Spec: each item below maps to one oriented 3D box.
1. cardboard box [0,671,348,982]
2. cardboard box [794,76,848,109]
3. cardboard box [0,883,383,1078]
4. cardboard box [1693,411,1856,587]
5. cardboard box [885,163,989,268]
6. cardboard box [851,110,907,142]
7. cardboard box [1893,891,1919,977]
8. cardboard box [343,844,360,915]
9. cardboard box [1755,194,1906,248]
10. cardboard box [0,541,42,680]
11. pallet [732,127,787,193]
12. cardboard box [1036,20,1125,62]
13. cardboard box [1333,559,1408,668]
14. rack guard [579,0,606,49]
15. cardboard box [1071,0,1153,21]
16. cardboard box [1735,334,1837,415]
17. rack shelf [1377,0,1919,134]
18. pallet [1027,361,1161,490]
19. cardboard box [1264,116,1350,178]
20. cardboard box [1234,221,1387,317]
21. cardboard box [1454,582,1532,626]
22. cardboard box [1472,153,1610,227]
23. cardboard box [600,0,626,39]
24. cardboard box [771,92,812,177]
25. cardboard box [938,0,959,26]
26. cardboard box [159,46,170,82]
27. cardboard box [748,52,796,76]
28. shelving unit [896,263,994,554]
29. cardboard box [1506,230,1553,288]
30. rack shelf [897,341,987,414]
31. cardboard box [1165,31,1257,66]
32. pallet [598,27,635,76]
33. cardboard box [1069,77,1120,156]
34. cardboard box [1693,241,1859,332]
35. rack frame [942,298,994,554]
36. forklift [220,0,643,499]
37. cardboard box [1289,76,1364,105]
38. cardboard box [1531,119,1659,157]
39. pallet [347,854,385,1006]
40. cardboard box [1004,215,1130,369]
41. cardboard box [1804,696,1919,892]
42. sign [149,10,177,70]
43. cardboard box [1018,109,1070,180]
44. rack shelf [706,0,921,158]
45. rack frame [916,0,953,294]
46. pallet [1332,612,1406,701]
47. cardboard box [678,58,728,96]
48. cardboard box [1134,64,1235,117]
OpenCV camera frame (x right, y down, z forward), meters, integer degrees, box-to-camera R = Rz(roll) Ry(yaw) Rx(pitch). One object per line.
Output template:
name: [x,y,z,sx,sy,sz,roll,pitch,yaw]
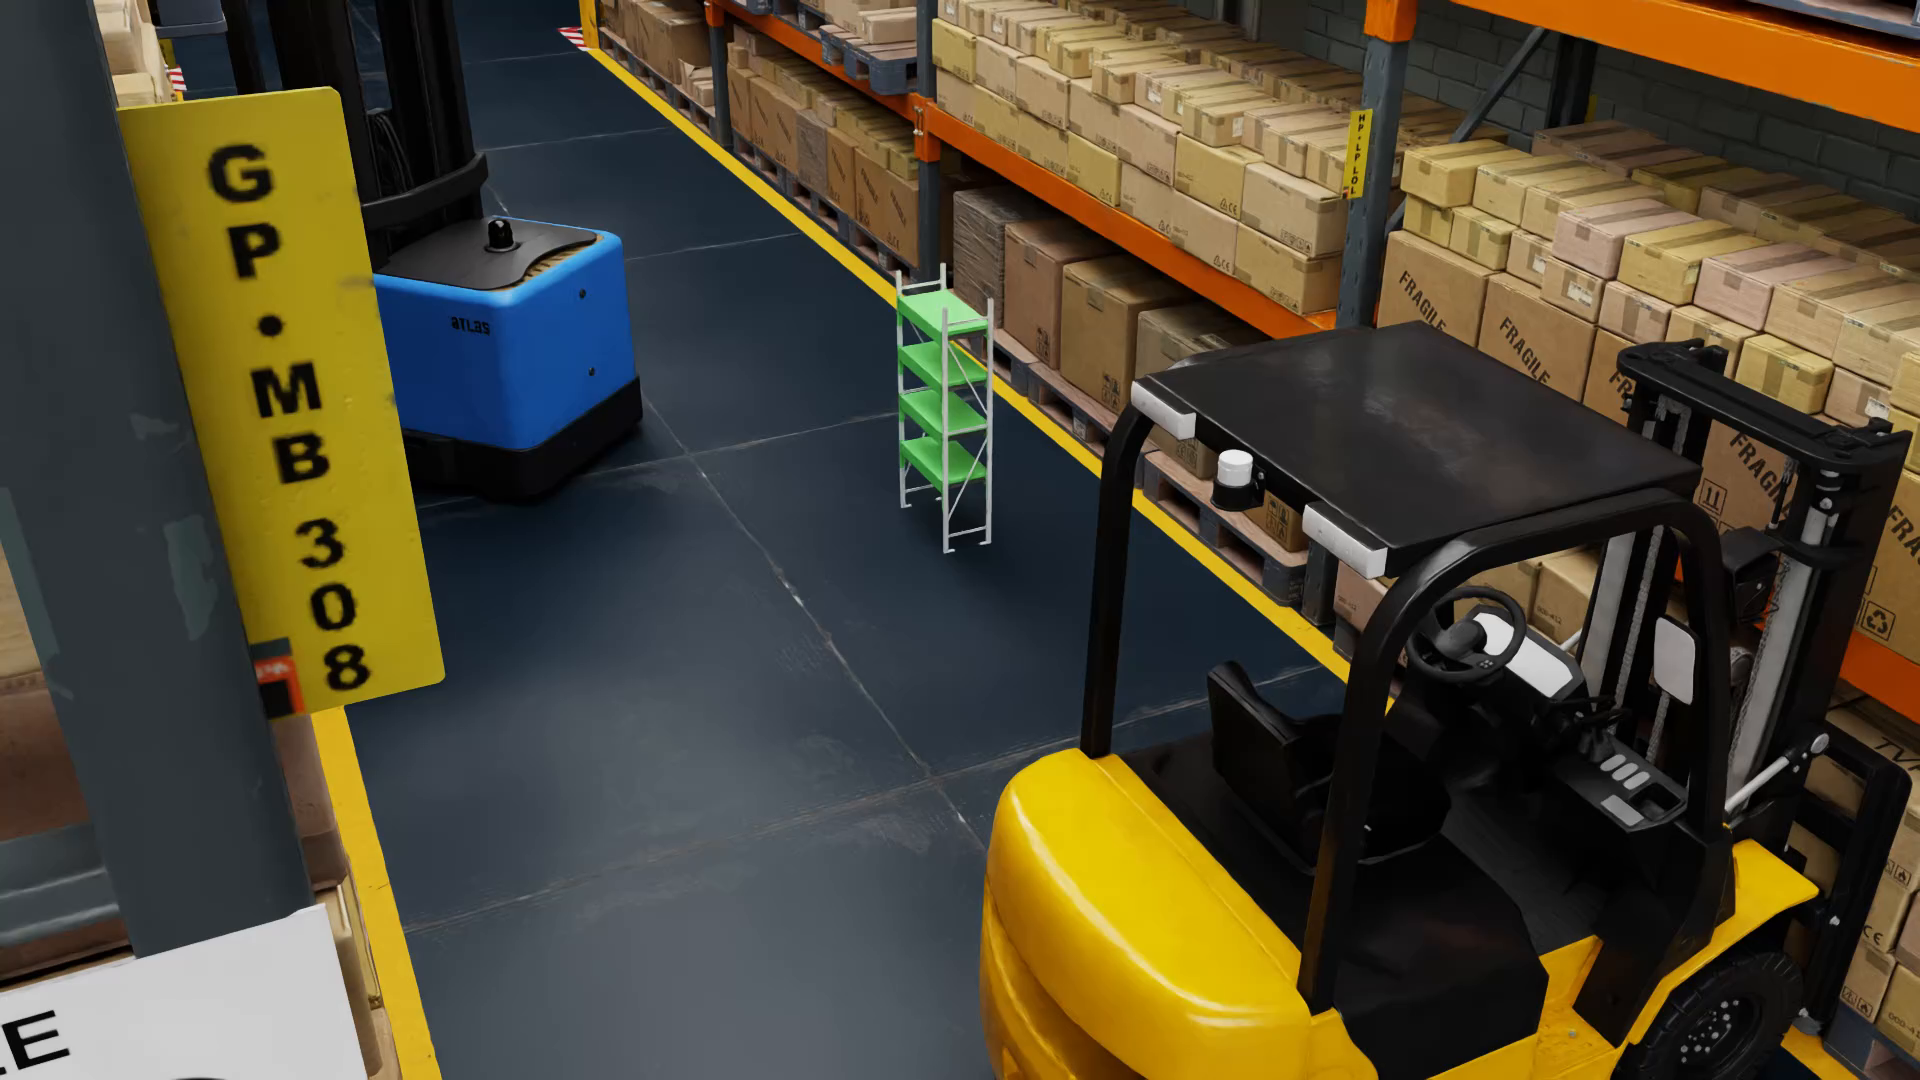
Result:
cardboard box: [-0.794,0.098,1.291,0.500,0.250,0.500,-14,32,-23]
cardboard box: [-0.959,-3.194,11.842,0.380,0.149,0.250,-12,31,-20]
cardboard box: [-0.668,0.335,1.275,0.380,0.149,0.250,-13,32,-22]
cardboard box: [2.553,-0.178,4.899,0.500,0.500,0.500,-13,32,-22]
cardboard box: [-0.148,-2.063,10.489,0.500,0.500,0.500,-12,31,-21]
cardboard box: [-0.504,-2.736,11.025,0.380,0.149,0.250,-12,31,-21]
cardboard box: [2.965,1.130,4.539,0.500,0.250,0.500,-13,32,-22]
cardboard box: [-2.040,1.203,4.920,0.500,0.250,0.500,-12,31,-20]
cardboard box: [2.808,-0.991,5.381,0.380,0.149,0.250,-14,32,-23]
cardboard box: [-0.788,0.002,1.053,0.380,0.149,0.250,-13,32,-22]
pallet: [-1.106,-3.028,12.935,1.003,0.211,1.213,-13,32,-22]
cardboard box: [0.606,-2.510,8.393,0.380,0.149,0.250,-13,32,-21]
cardboard box: [1.854,0.237,6.642,0.500,0.250,0.500,-13,32,-21]
rack guard: [-3.174,-5.239,16.582,1.175,0.500,0.348,-13,32,-22]
cardboard box: [0.820,-2.835,8.973,0.380,0.149,0.250,-13,32,-22]
cardboard box: [2.490,-0.505,4.819,0.380,0.149,0.250,-14,32,-23]
rack shelf: [2.804,-1.173,4.444,1.077,0.370,4.000,-13,32,-22]
pallet: [1.066,-0.703,8.787,1.003,0.211,1.213,-13,32,-22]
cardboard box: [1.471,-1.603,6.776,0.380,0.149,0.250,-14,32,-23]
cardboard box: [1.492,-1.164,6.913,0.500,0.250,0.500,-12,32,-21]
cardboard box: [2.092,0.237,6.132,0.500,0.250,0.500,-13,32,-22]
cardboard box: [2.024,-1.222,5.793,0.380,0.149,0.250,-13,32,-21]
cardboard box: [-3.030,-5.167,16.021,0.797,0.503,0.637,-14,32,-24]
cardboard box: [-1.037,-2.973,12.112,0.500,0.500,0.500,-14,32,-23]
cardboard box: [0.099,-2.953,9.184,0.380,0.149,0.250,-12,31,-21]
cardboard box: [-3.576,-1.773,7.009,0.500,0.500,0.500,-14,32,-23]
cardboard box: [-1.387,-3.651,12.658,0.380,0.149,0.250,-14,32,-23]
shelving unit: [-0.071,-0.596,7.587,0.258,1.200,0.503,-13,32,-22]
cardboard box: [2.094,-0.969,5.646,0.380,0.149,0.250,-13,32,-22]
rack shelf: [-0.071,-0.750,7.501,0.258,0.148,0.480,-13,32,-22]
cardboard box: [1.227,-2.380,8.162,0.380,0.149,0.250,-12,31,-21]
pallet: [-2.831,-4.761,16.025,1.003,0.211,1.213,-13,32,-22]
cardboard box: [0.862,-2.058,7.995,0.500,0.250,0.500,-13,32,-21]
cardboard box: [2.439,-0.763,4.974,0.380,0.149,0.250,-13,32,-22]
rack frame: [0.034,-0.489,7.395,0.240,1.200,0.015,-13,32,-22]
forklift: [-3.235,-1.931,8.196,3.031,2.935,1.130,11,31,19]
cardboard box: [1.685,-1.937,7.373,0.380,0.149,0.250,-13,32,-22]
cardboard box: [2.355,-1.441,6.183,0.380,0.149,0.250,-13,32,-22]
pallet: [-2.216,1.487,4.882,1.003,0.211,1.213,-13,32,-22]
cardboard box: [0.771,-1.411,9.198,0.875,0.625,0.625,-12,31,-20]
cardboard box: [2.733,0.702,4.791,0.500,0.250,0.500,-13,32,-21]
sign: [-3.768,-2.374,7.813,0.100,0.325,0.005,-13,32,-22]
cardboard box: [0.637,-2.067,8.522,0.500,0.250,0.500,-14,32,-24]
rack shelf: [-0.631,-3.399,11.480,1.077,0.370,4.000,-13,32,-22]
rack frame: [0.228,-2.829,9.728,1.000,3.000,0.127,-13,32,-22]
pallet: [2.249,0.514,6.617,1.003,0.211,1.213,-13,32,-22]
cardboard box: [-2.147,-3.929,14.055,0.396,0.266,0.258,-12,31,-20]
cardboard box: [1.023,-2.051,7.575,0.380,0.149,0.250,-13,32,-22]
